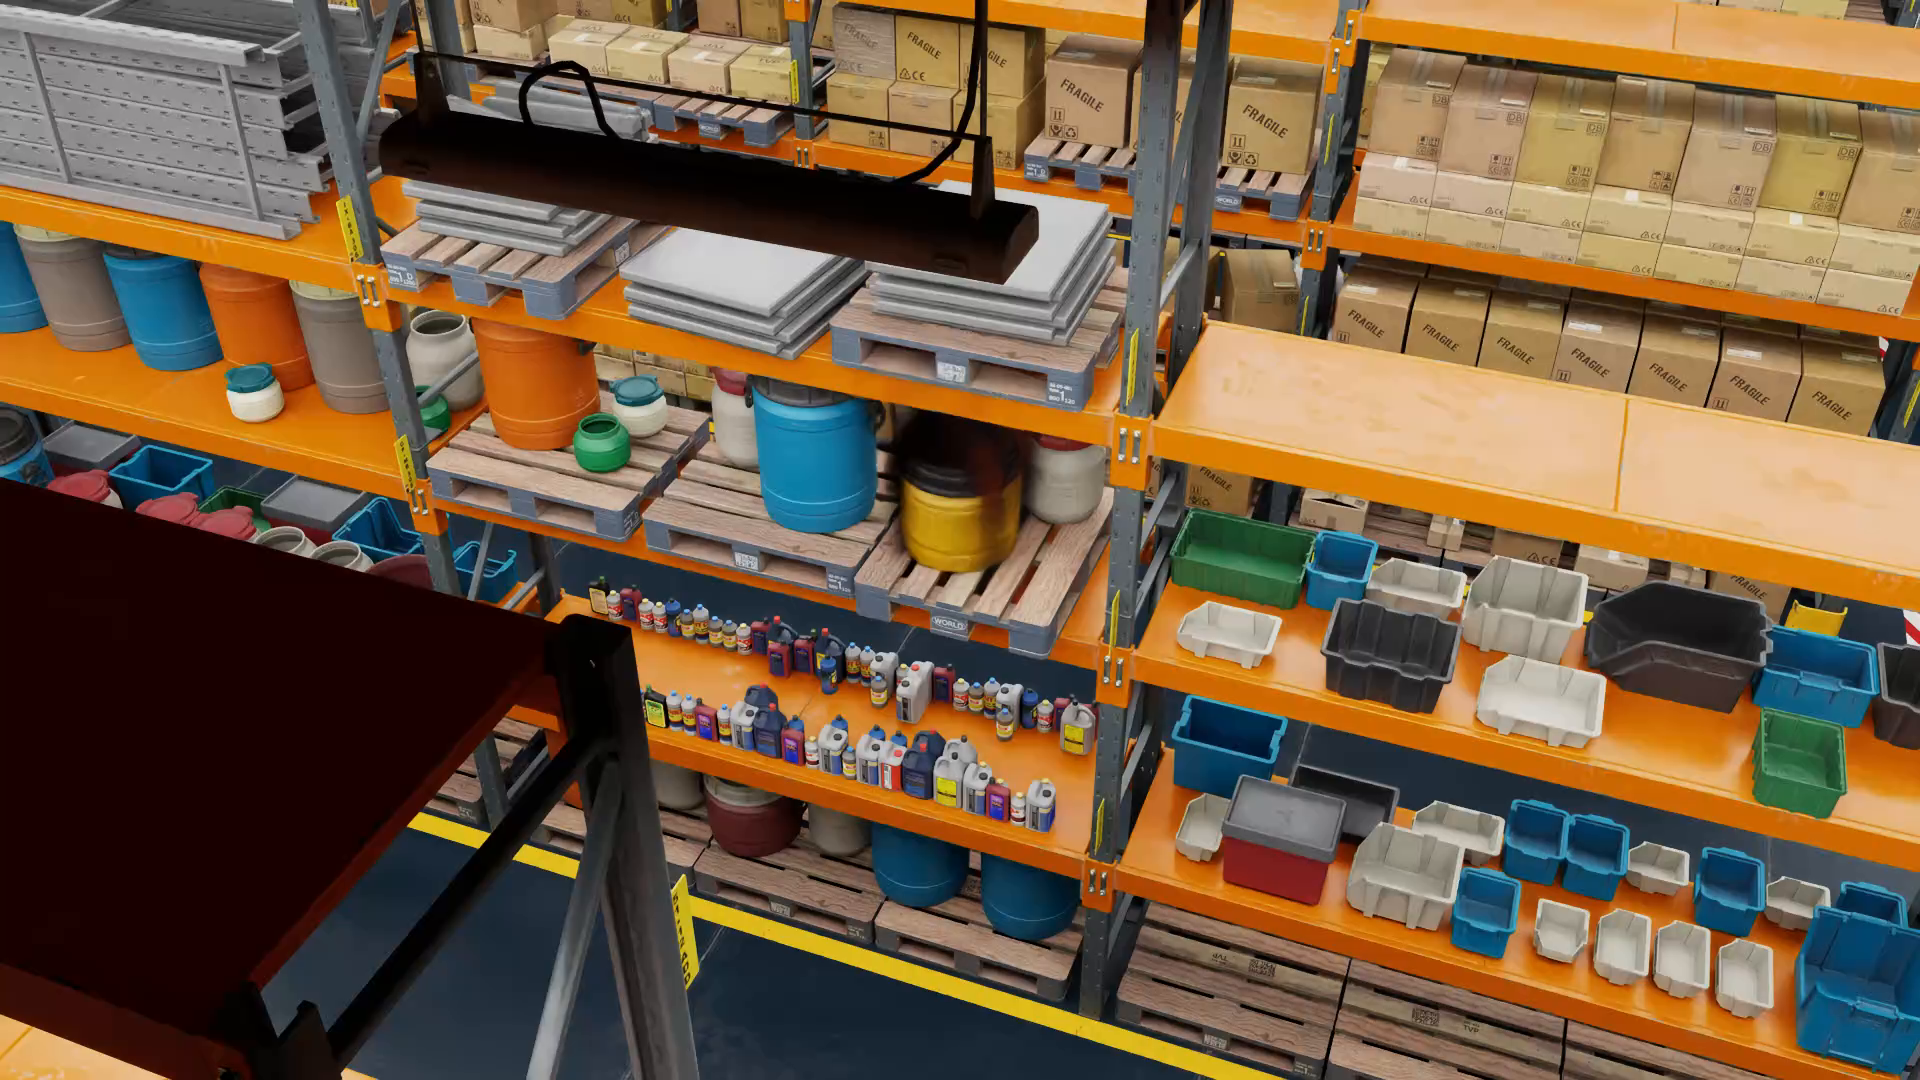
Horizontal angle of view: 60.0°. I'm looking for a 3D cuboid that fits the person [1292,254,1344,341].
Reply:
[{"bbox_3d":[2.917,-1.845,14.387,0.672,1.779,0.547,-17,40,-22],"label":"person"}]
